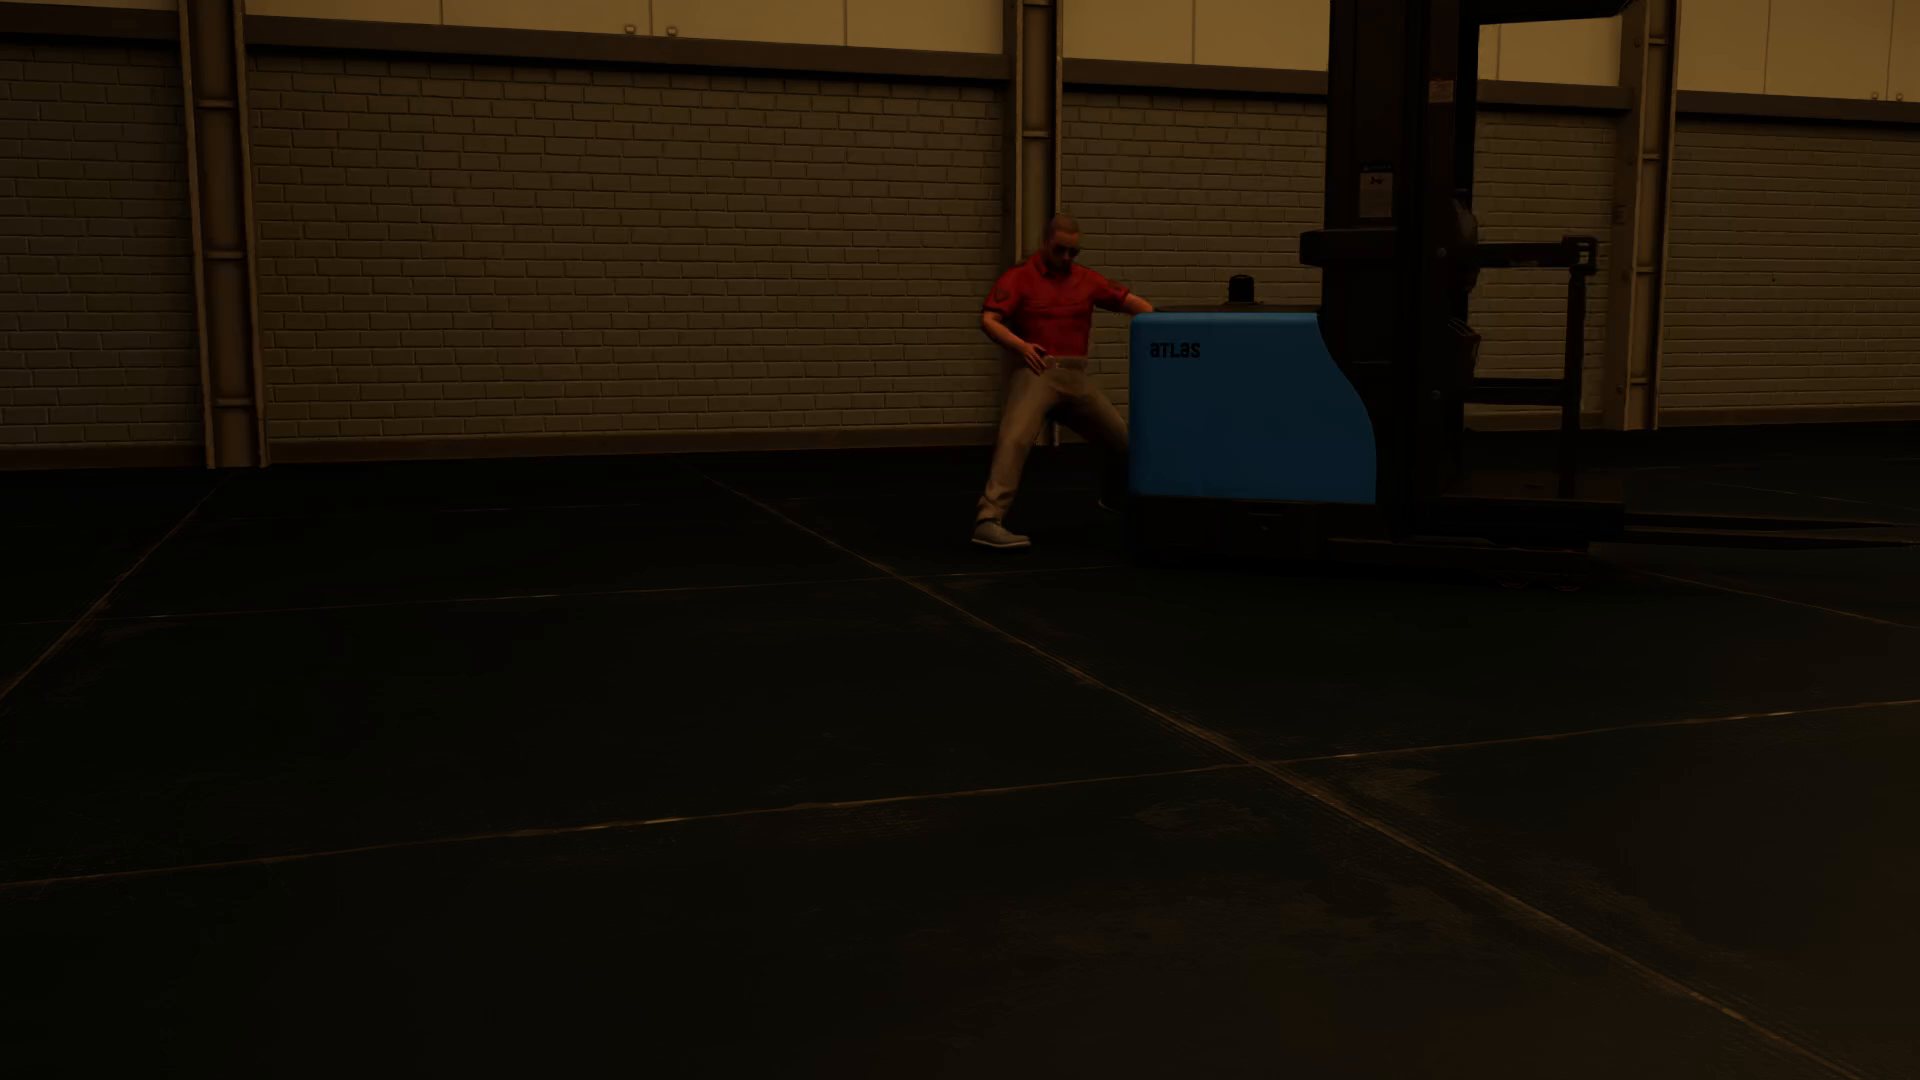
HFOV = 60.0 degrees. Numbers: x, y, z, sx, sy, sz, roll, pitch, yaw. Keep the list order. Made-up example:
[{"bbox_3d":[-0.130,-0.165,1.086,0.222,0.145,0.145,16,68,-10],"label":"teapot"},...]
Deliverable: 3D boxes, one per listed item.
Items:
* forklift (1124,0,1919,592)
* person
[{"bbox_3d":[2.274,-1.332,6.838,3.031,2.935,1.130,3,8,21],"label":"forklift"},{"bbox_3d":[0.562,-0.775,7.969,1.270,1.538,0.923,-3,8,-22],"label":"person"}]
